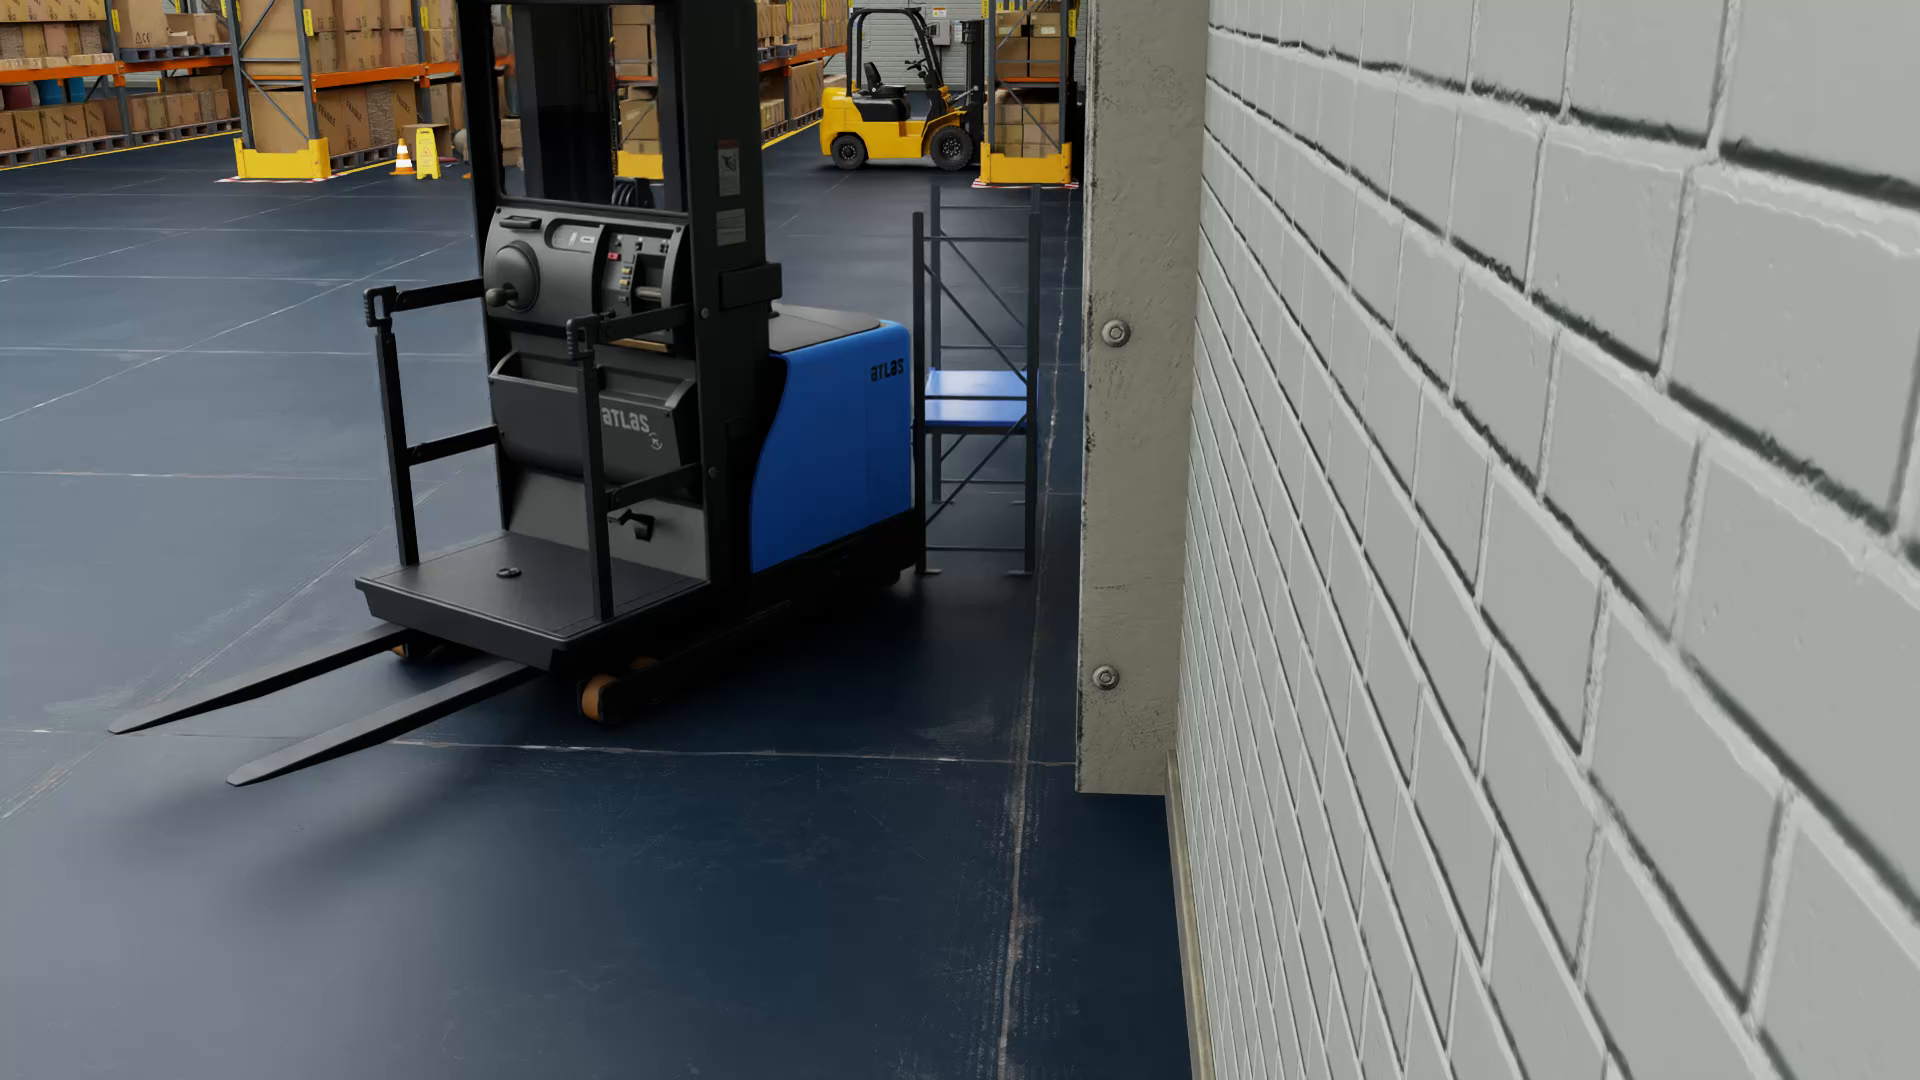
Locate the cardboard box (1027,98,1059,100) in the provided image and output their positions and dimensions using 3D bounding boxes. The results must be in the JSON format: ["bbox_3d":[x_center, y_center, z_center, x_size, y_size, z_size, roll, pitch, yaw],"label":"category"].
[{"bbox_3d":[1.164,-5.932,22.845,0.500,0.250,0.500,1,18,4],"label":"cardboard box"}]

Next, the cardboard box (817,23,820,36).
[{"bbox_3d":[-3.018,-9.969,32.468,0.500,0.250,0.500,1,18,4],"label":"cardboard box"}]

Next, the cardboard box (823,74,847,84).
[{"bbox_3d":[-2.890,-9.962,36.449,0.875,0.438,0.875,1,18,2],"label":"cardboard box"}]

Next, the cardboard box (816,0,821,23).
[{"bbox_3d":[-3.010,-10.323,32.345,0.500,0.500,0.500,2,18,6],"label":"cardboard box"}]

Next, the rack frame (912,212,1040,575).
[{"bbox_3d":[0.063,-0.575,6.768,0.500,1.500,0.032,1,18,3],"label":"rack frame"}]

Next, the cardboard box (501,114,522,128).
[{"bbox_3d":[-6.430,-5.989,24.674,0.797,0.637,0.503,1,18,4],"label":"cardboard box"}]

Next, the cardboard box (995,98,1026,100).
[{"bbox_3d":[0.641,-5.942,22.876,0.500,0.250,0.500,2,18,5],"label":"cardboard box"}]

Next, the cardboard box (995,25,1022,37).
[{"bbox_3d":[0.608,-6.578,21.479,0.380,0.149,0.250,2,18,5],"label":"cardboard box"}]

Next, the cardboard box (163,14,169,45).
[{"bbox_3d":[-13.655,-8.471,27.617,0.797,0.503,0.637,3,18,10],"label":"cardboard box"}]

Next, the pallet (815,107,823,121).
[{"bbox_3d":[-3.209,-8.379,32.654,1.003,0.211,1.213,1,18,4],"label":"pallet"}]

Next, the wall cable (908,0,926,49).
[{"bbox_3d":[-1.146,-13.394,41.850,0.588,1.984,0.122,1,18,4],"label":"wall cable"}]

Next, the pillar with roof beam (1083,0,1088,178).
[{"bbox_3d":[-2.483,-9.252,21.206,9.100,9.000,0.400,1,18,4],"label":"pillar with roof beam"}]

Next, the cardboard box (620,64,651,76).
[{"bbox_3d":[-4.276,-6.220,21.991,0.380,0.149,0.250,2,18,6],"label":"cardboard box"}]

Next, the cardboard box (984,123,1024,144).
[{"bbox_3d":[0.585,-5.397,22.015,0.500,0.250,0.500,1,18,3],"label":"cardboard box"}]

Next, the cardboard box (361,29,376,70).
[{"bbox_3d":[-8.872,-6.993,23.706,0.875,0.550,0.500,1,18,4],"label":"cardboard box"}]

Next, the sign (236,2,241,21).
[{"bbox_3d":[-12.858,-9.427,29.644,0.100,0.325,0.005,1,18,4],"label":"sign"}]

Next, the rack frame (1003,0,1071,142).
[{"bbox_3d":[1.149,-7.351,25.039,1.000,3.000,0.127,1,18,4],"label":"rack frame"}]

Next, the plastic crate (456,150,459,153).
[{"bbox_3d":[-7.453,-6.147,25.790,0.450,0.188,0.662,0,15,35],"label":"plastic crate"}]

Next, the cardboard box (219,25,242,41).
[{"bbox_3d":[-13.094,-9.116,30.267,0.500,0.500,0.500,2,18,6],"label":"cardboard box"}]

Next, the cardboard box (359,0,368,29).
[{"bbox_3d":[-8.937,-7.507,23.542,0.875,0.550,0.500,1,18,4],"label":"cardboard box"}]

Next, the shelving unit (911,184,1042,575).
[{"bbox_3d":[0.089,-0.733,7.251,0.538,1.500,1.048,1,18,3],"label":"shelving unit"}]

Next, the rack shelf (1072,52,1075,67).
[{"bbox_3d":[1.579,-8.872,30.838,1.077,0.370,4.000,1,18,4],"label":"rack shelf"}]

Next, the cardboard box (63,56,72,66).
[{"bbox_3d":[-13.570,-7.180,24.923,0.380,0.149,0.250,1,18,4],"label":"cardboard box"}]

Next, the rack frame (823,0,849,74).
[{"bbox_3d":[-2.942,-11.187,36.748,1.000,3.000,0.127,1,18,4],"label":"rack frame"}]

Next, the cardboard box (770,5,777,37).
[{"bbox_3d":[-3.332,-8.626,27.619,0.500,0.500,0.500,0,18,0],"label":"cardboard box"}]

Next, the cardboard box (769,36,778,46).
[{"bbox_3d":[-3.257,-8.348,27.811,0.380,0.149,0.250,2,18,5],"label":"cardboard box"}]

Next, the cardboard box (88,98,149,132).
[{"bbox_3d":[-13.621,-6.893,26.950,0.700,0.500,0.500,0,18,0],"label":"cardboard box"}]

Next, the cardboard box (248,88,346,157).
[{"bbox_3d":[-9.051,-5.699,22.737,0.875,0.875,0.875,1,18,4],"label":"cardboard box"}]

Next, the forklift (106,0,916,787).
[{"bbox_3d":[-1.430,-0.946,5.603,1.130,2.935,3.031,12,22,32],"label":"forklift"}]

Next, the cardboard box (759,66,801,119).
[{"bbox_3d":[-3.383,-8.105,30.080,0.875,0.875,0.875,1,18,3],"label":"cardboard box"}]

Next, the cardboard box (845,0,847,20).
[{"bbox_3d":[-2.739,-11.555,36.103,0.500,0.500,0.500,2,18,6],"label":"cardboard box"}]

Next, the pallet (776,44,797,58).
[{"bbox_3d":[-3.460,-8.388,28.512,1.213,0.211,1.003,1,18,4],"label":"pallet"}]

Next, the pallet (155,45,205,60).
[{"bbox_3d":[-13.501,-8.217,27.991,1.003,0.211,1.213,1,18,4],"label":"pallet"}]

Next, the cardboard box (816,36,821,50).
[{"bbox_3d":[-3.009,-9.729,32.538,0.500,0.250,0.500,1,18,3],"label":"cardboard box"}]

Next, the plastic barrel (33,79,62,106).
[{"bbox_3d":[-18.160,-9.091,33.045,0.600,0.901,0.708,1,18,4],"label":"plastic barrel"}]

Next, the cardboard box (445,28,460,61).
[{"bbox_3d":[-8.367,-8.056,27.032,0.500,0.500,0.500,1,18,4],"label":"cardboard box"}]

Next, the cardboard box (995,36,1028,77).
[{"bbox_3d":[0.636,-6.315,21.717,0.500,0.500,0.500,1,18,3],"label":"cardboard box"}]

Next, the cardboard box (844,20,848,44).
[{"bbox_3d":[-2.713,-11.079,36.257,0.500,0.500,0.500,1,18,4],"label":"cardboard box"}]

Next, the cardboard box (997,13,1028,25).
[{"bbox_3d":[0.678,-6.722,21.439,0.380,0.149,0.250,1,18,4],"label":"cardboard box"}]

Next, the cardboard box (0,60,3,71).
[{"bbox_3d":[-13.648,-6.636,23.261,0.380,0.149,0.250,1,18,4],"label":"cardboard box"}]

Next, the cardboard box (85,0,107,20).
[{"bbox_3d":[-13.445,-8.200,25.386,0.500,0.500,0.500,1,18,4],"label":"cardboard box"}]

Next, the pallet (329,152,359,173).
[{"bbox_3d":[-9.054,-5.222,23.021,1.003,0.211,1.213,1,18,4],"label":"pallet"}]

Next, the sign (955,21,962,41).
[{"bbox_3d":[0.031,-12.855,41.990,0.329,0.494,0.001,1,18,4],"label":"sign"}]

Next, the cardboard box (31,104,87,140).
[{"bbox_3d":[-13.789,-6.392,25.453,0.500,0.500,0.500,7,20,21],"label":"cardboard box"}]

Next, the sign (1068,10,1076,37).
[{"bbox_3d":[1.415,-6.543,21.057,0.100,0.325,0.005,1,18,4],"label":"sign"}]

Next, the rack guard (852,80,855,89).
[{"bbox_3d":[-2.940,-10.007,37.160,1.175,0.500,0.348,1,18,4],"label":"rack guard"}]

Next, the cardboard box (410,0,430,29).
[{"bbox_3d":[-8.717,-8.217,25.915,0.700,0.500,0.500,1,18,3],"label":"cardboard box"}]

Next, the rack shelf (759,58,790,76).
[{"bbox_3d":[-3.659,-7.740,27.382,1.077,0.370,4.000,1,18,4],"label":"rack shelf"}]

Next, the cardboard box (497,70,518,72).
[{"bbox_3d":[-8.595,-8.683,31.240,0.500,0.250,0.500,2,18,5],"label":"cardboard box"}]
